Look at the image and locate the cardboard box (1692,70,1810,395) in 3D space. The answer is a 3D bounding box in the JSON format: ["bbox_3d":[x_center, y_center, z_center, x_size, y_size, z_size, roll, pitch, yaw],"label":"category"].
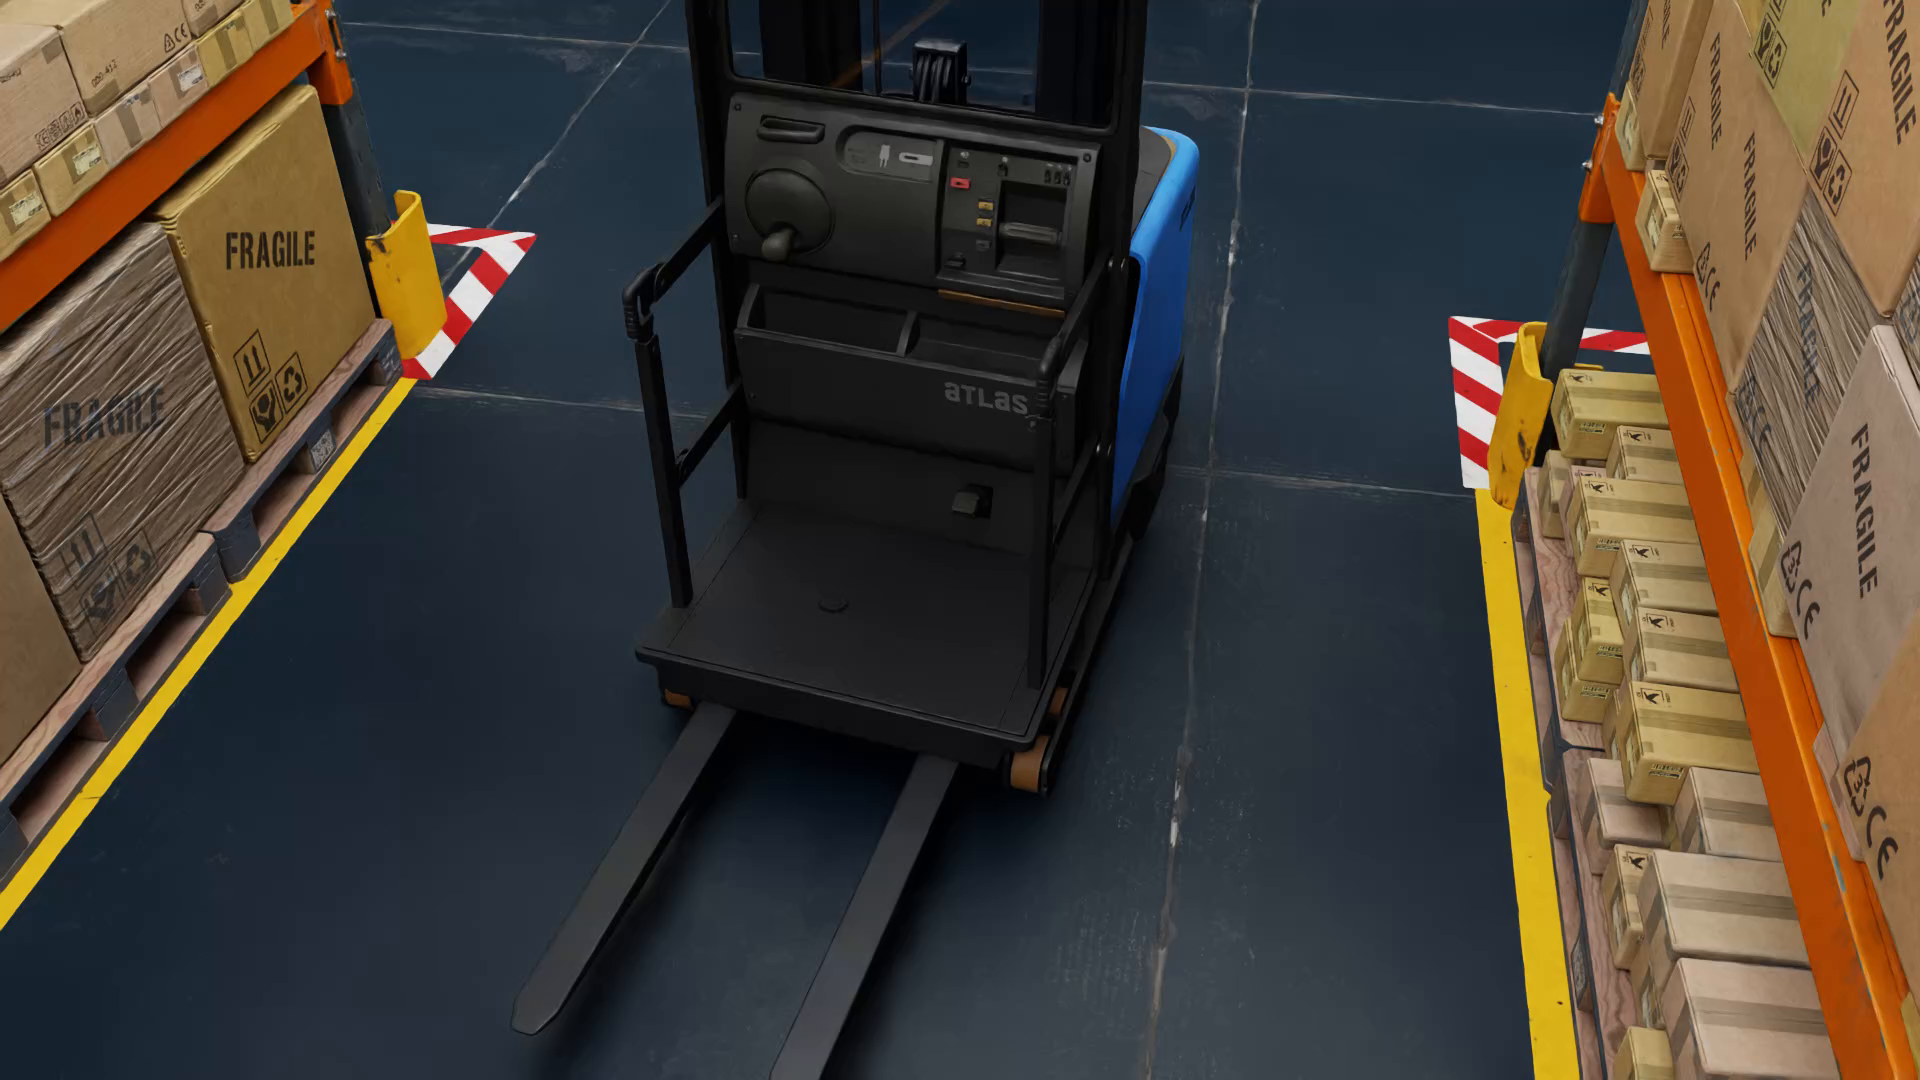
[{"bbox_3d":[1.827,-0.607,3.318,0.500,0.500,0.500,7,40,8],"label":"cardboard box"}]

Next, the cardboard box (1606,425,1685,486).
[{"bbox_3d":[1.987,-0.164,4.536,0.380,0.149,0.250,7,40,8],"label":"cardboard box"}]

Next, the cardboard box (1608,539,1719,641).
[{"bbox_3d":[1.856,0.144,4.162,0.380,0.149,0.250,5,40,5],"label":"cardboard box"}]

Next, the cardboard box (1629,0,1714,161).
[{"bbox_3d":[1.991,-1.251,4.098,0.500,0.500,0.500,8,40,10],"label":"cardboard box"}]

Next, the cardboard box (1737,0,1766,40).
[{"bbox_3d":[1.921,-1.318,3.394,0.500,0.500,0.500,7,40,9],"label":"cardboard box"}]

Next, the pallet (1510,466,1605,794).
[{"bbox_3d":[2.153,0.279,4.747,1.003,0.211,1.213,6,40,8],"label":"pallet"}]

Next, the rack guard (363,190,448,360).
[{"bbox_3d":[-2.522,-1.012,6.081,1.175,0.500,0.348,6,40,8],"label":"rack guard"}]

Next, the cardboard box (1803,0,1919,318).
[{"bbox_3d":[1.724,-0.674,2.615,0.500,0.500,0.500,5,40,6],"label":"cardboard box"}]

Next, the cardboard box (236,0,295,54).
[{"bbox_3d":[-2.264,-1.603,5.032,0.380,0.149,0.250,7,40,9],"label":"cardboard box"}]

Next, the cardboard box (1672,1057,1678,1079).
[{"bbox_3d":[1.619,1.100,3.239,0.380,0.149,0.250,7,40,9],"label":"cardboard box"}]

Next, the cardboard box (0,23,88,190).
[{"bbox_3d":[-2.525,-1.046,4.045,0.500,0.250,0.500,5,40,6],"label":"cardboard box"}]

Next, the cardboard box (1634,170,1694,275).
[{"bbox_3d":[1.860,-0.758,4.010,0.380,0.149,0.250,5,40,6],"label":"cardboard box"}]

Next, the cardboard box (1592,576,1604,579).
[{"bbox_3d":[1.934,0.211,4.549,0.380,0.149,0.250,7,40,8],"label":"cardboard box"}]

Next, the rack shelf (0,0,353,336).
[{"bbox_3d":[-2.872,-0.427,3.978,1.077,0.370,4.000,6,40,8],"label":"rack shelf"}]

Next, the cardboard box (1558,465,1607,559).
[{"bbox_3d":[1.895,-0.061,4.644,0.380,0.149,0.250,6,40,7],"label":"cardboard box"}]

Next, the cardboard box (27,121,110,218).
[{"bbox_3d":[-2.439,-0.962,4.257,0.380,0.149,0.250,6,40,7],"label":"cardboard box"}]

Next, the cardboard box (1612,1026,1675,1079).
[{"bbox_3d":[1.560,1.164,3.395,0.380,0.149,0.250,6,40,8],"label":"cardboard box"}]

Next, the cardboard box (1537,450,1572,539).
[{"bbox_3d":[1.935,-0.119,4.948,0.380,0.149,0.250,7,40,9],"label":"cardboard box"}]

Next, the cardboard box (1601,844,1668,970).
[{"bbox_3d":[1.681,0.853,3.772,0.380,0.149,0.250,6,40,8],"label":"cardboard box"}]

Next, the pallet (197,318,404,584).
[{"bbox_3d":[-2.588,-0.375,5.538,1.003,0.211,1.213,6,40,8],"label":"pallet"}]

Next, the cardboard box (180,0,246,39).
[{"bbox_3d":[-2.349,-1.683,4.816,0.500,0.250,0.500,6,40,7],"label":"cardboard box"}]

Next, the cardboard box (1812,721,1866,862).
[{"bbox_3d":[1.597,0.385,2.628,0.380,0.149,0.250,5,40,6],"label":"cardboard box"}]

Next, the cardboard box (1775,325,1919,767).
[{"bbox_3d":[1.633,0.035,2.542,0.500,0.500,0.500,6,40,7],"label":"cardboard box"}]

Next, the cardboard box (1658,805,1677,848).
[{"bbox_3d":[1.830,0.603,3.841,0.380,0.149,0.250,8,40,10],"label":"cardboard box"}]

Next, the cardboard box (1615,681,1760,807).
[{"bbox_3d":[1.708,0.478,3.759,0.380,0.149,0.250,7,40,8],"label":"cardboard box"}]

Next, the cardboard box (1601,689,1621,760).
[{"bbox_3d":[1.832,0.530,4.163,0.380,0.149,0.250,6,40,8],"label":"cardboard box"}]

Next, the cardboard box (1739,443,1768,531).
[{"bbox_3d":[1.743,-0.101,3.215,0.380,0.149,0.250,8,40,9],"label":"cardboard box"}]

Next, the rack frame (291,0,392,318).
[{"bbox_3d":[-2.526,-1.960,5.266,1.000,3.000,0.127,6,40,8],"label":"rack frame"}]

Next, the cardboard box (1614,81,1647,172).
[{"bbox_3d":[1.962,-1.086,4.406,0.380,0.149,0.250,6,40,7],"label":"cardboard box"}]

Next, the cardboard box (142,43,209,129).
[{"bbox_3d":[-2.352,-1.282,4.643,0.380,0.149,0.250,6,40,8],"label":"cardboard box"}]

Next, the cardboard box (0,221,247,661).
[{"bbox_3d":[-2.716,-0.321,4.622,0.875,0.875,0.875,6,40,8],"label":"cardboard box"}]

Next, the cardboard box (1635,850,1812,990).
[{"bbox_3d":[1.608,0.790,3.382,0.380,0.149,0.250,5,40,6],"label":"cardboard box"}]

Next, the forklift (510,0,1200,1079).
[{"bbox_3d":[-0.195,-0.748,3.854,1.130,2.935,3.031,12,41,14],"label":"forklift"}]

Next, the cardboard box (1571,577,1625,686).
[{"bbox_3d":[1.788,0.251,4.266,0.380,0.149,0.250,8,40,9],"label":"cardboard box"}]
